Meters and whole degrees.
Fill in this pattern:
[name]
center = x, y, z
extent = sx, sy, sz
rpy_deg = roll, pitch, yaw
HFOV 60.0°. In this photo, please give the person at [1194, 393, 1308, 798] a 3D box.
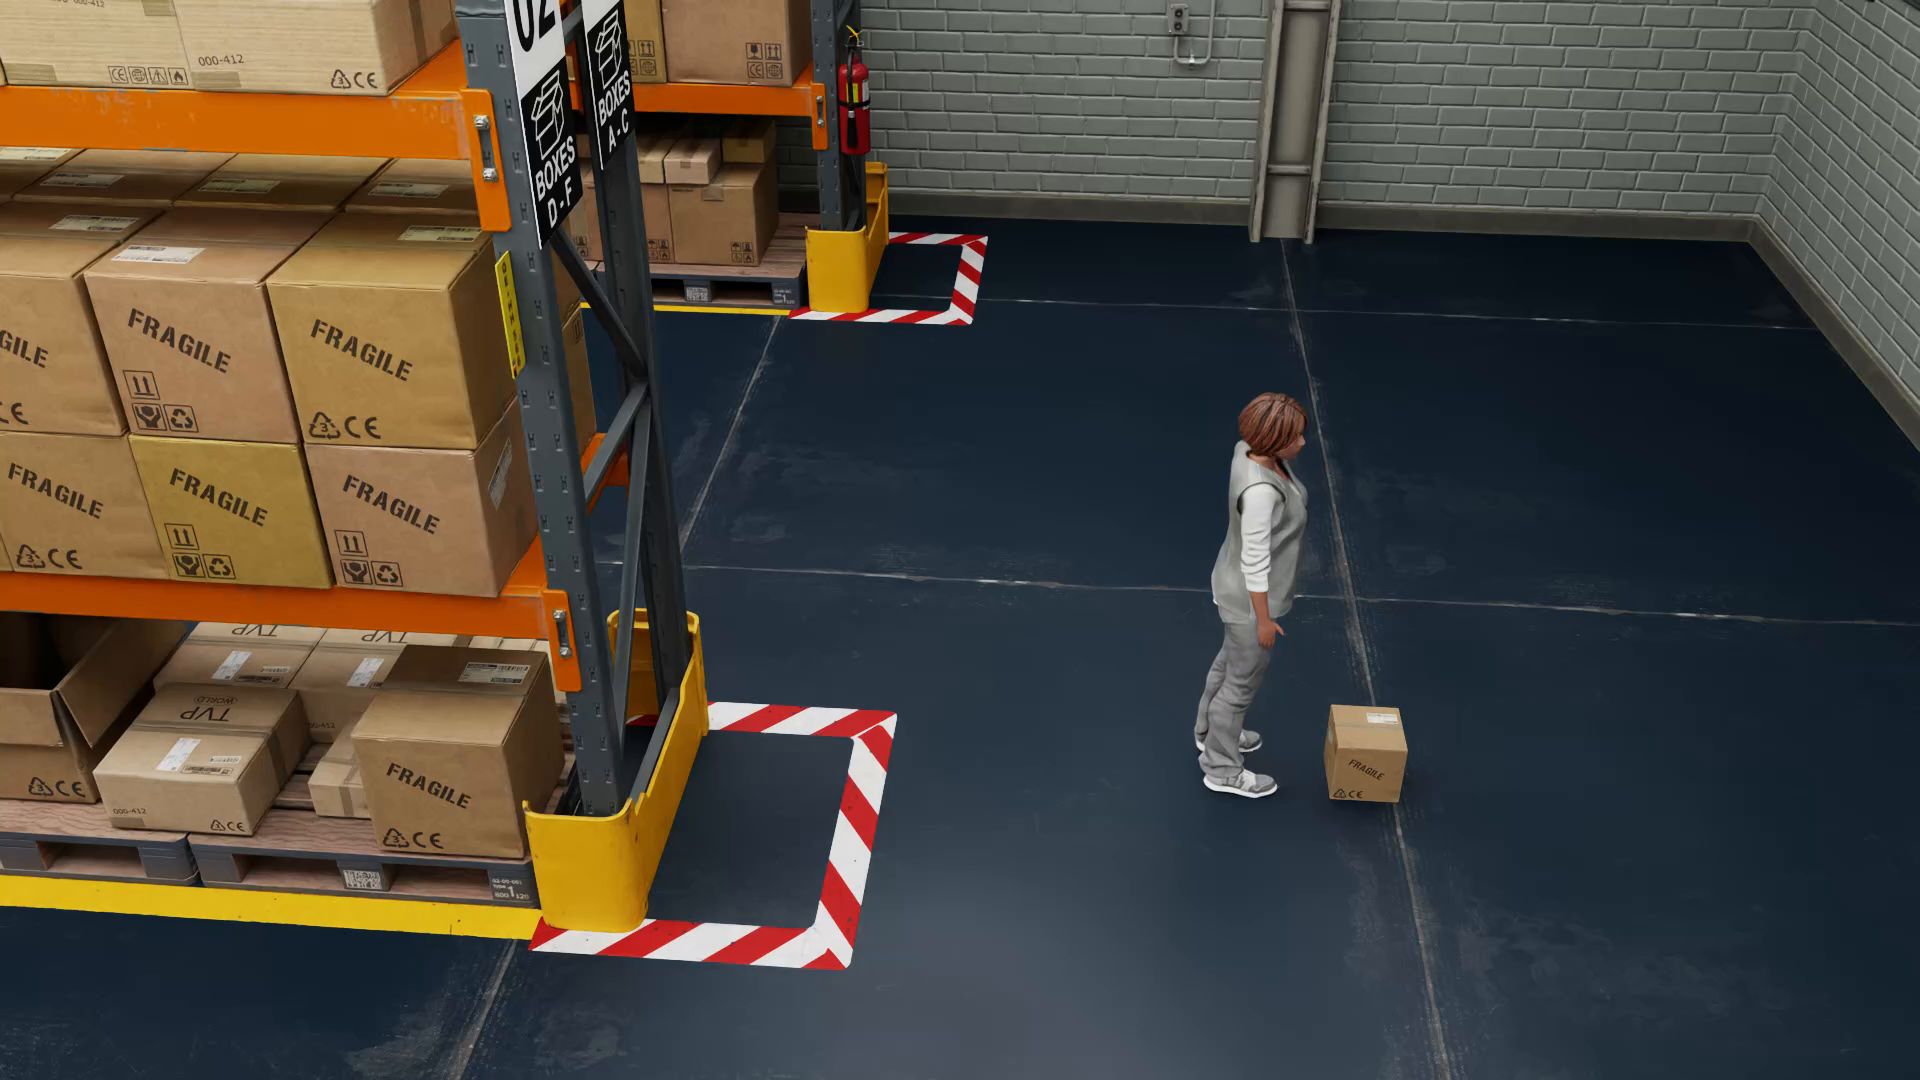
[person]
center = 1.030, 0.206, 5.836
extent = 0.310, 1.602, 0.427
rpy_deg = 3, 33, 5
